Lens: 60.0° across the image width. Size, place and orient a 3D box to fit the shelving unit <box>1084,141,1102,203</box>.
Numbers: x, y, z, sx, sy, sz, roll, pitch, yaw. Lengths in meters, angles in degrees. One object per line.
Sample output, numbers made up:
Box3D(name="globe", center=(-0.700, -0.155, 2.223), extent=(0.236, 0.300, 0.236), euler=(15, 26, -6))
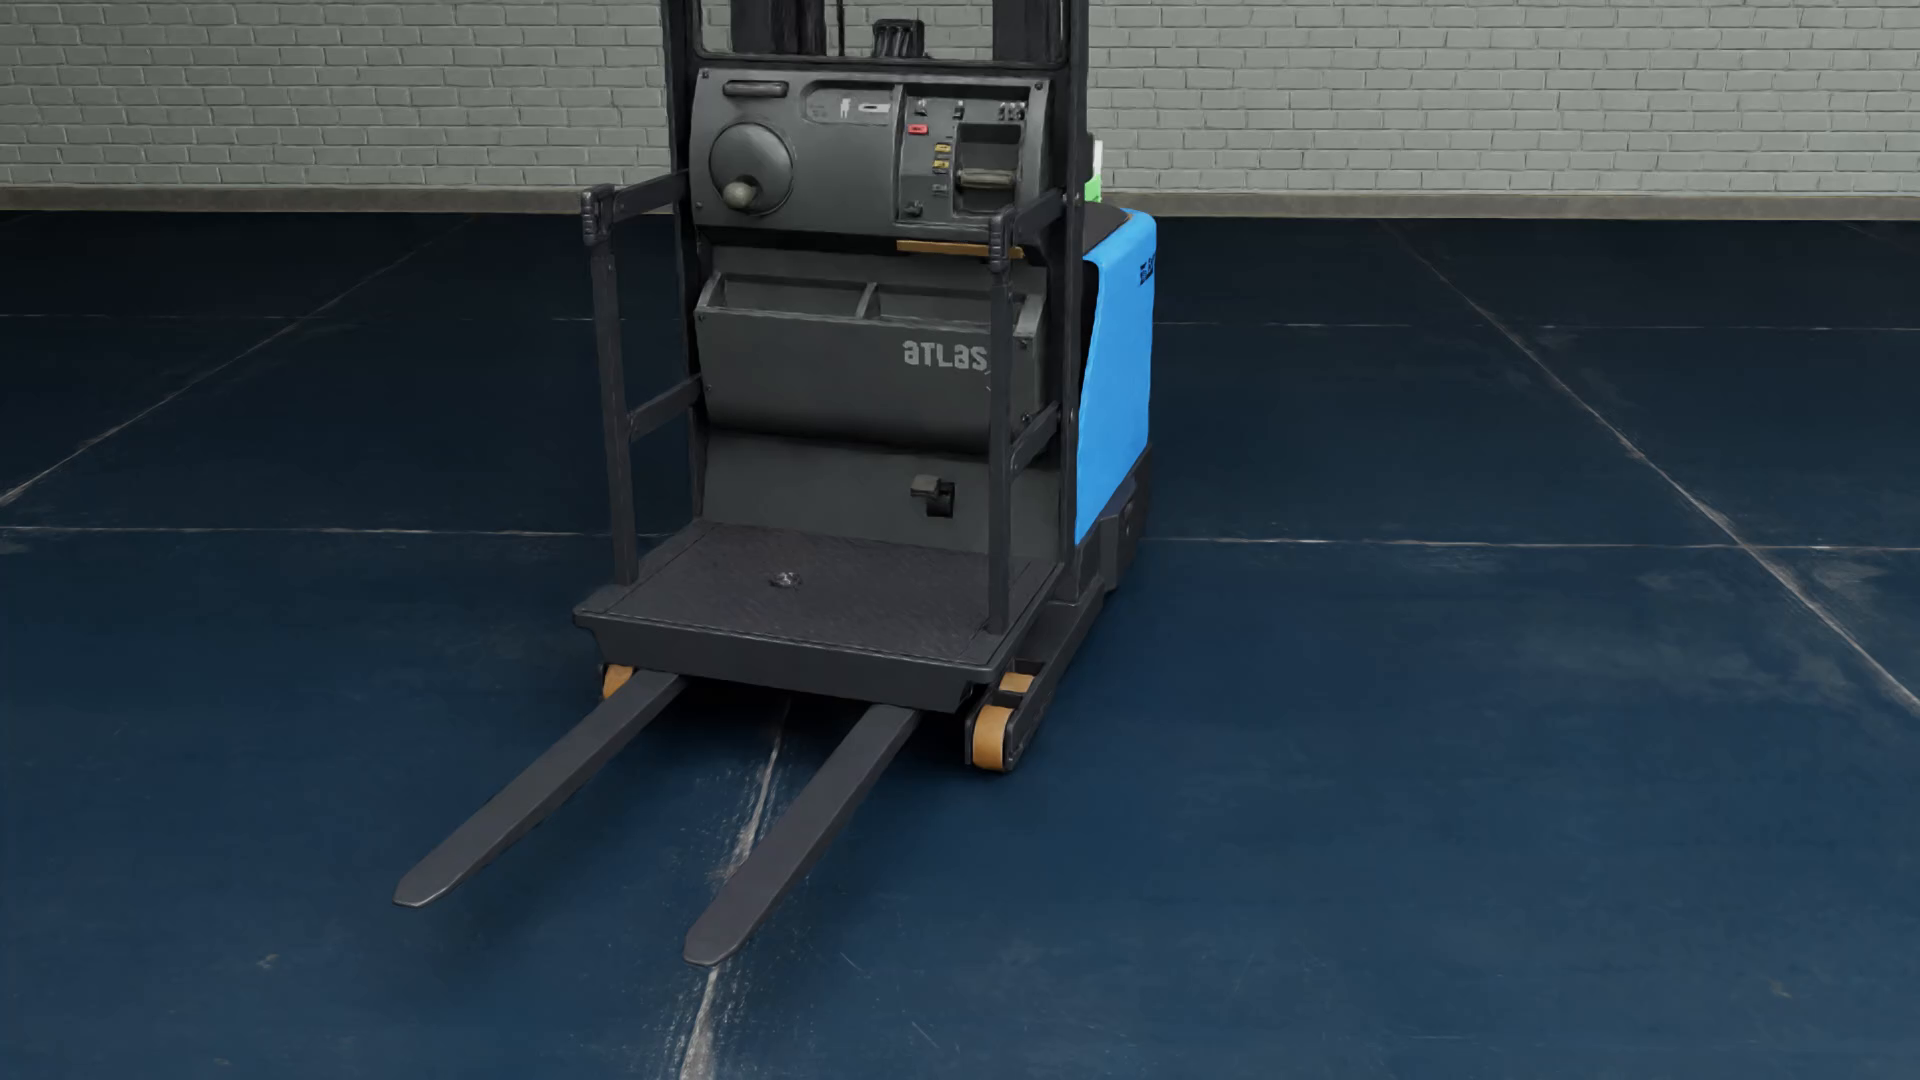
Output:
Box3D(name="shelving unit", center=(0.304, -0.758, 5.825), extent=(0.258, 1.200, 0.503), euler=(7, 22, 16))

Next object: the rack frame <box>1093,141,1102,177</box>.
Box3D(name="rack frame", center=(0.379, -0.842, 6.041), extent=(0.240, 1.200, 0.015), euler=(7, 22, 16))

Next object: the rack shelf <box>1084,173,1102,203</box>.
Box3D(name="rack shelf", center=(0.304, -1.146, 5.674), extent=(0.258, 0.148, 0.480), euler=(7, 22, 16))

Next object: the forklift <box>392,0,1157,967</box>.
Box3D(name="forklift", center=(-0.299, -0.959, 3.949), extent=(1.130, 2.935, 3.031), euler=(7, 22, 16))
